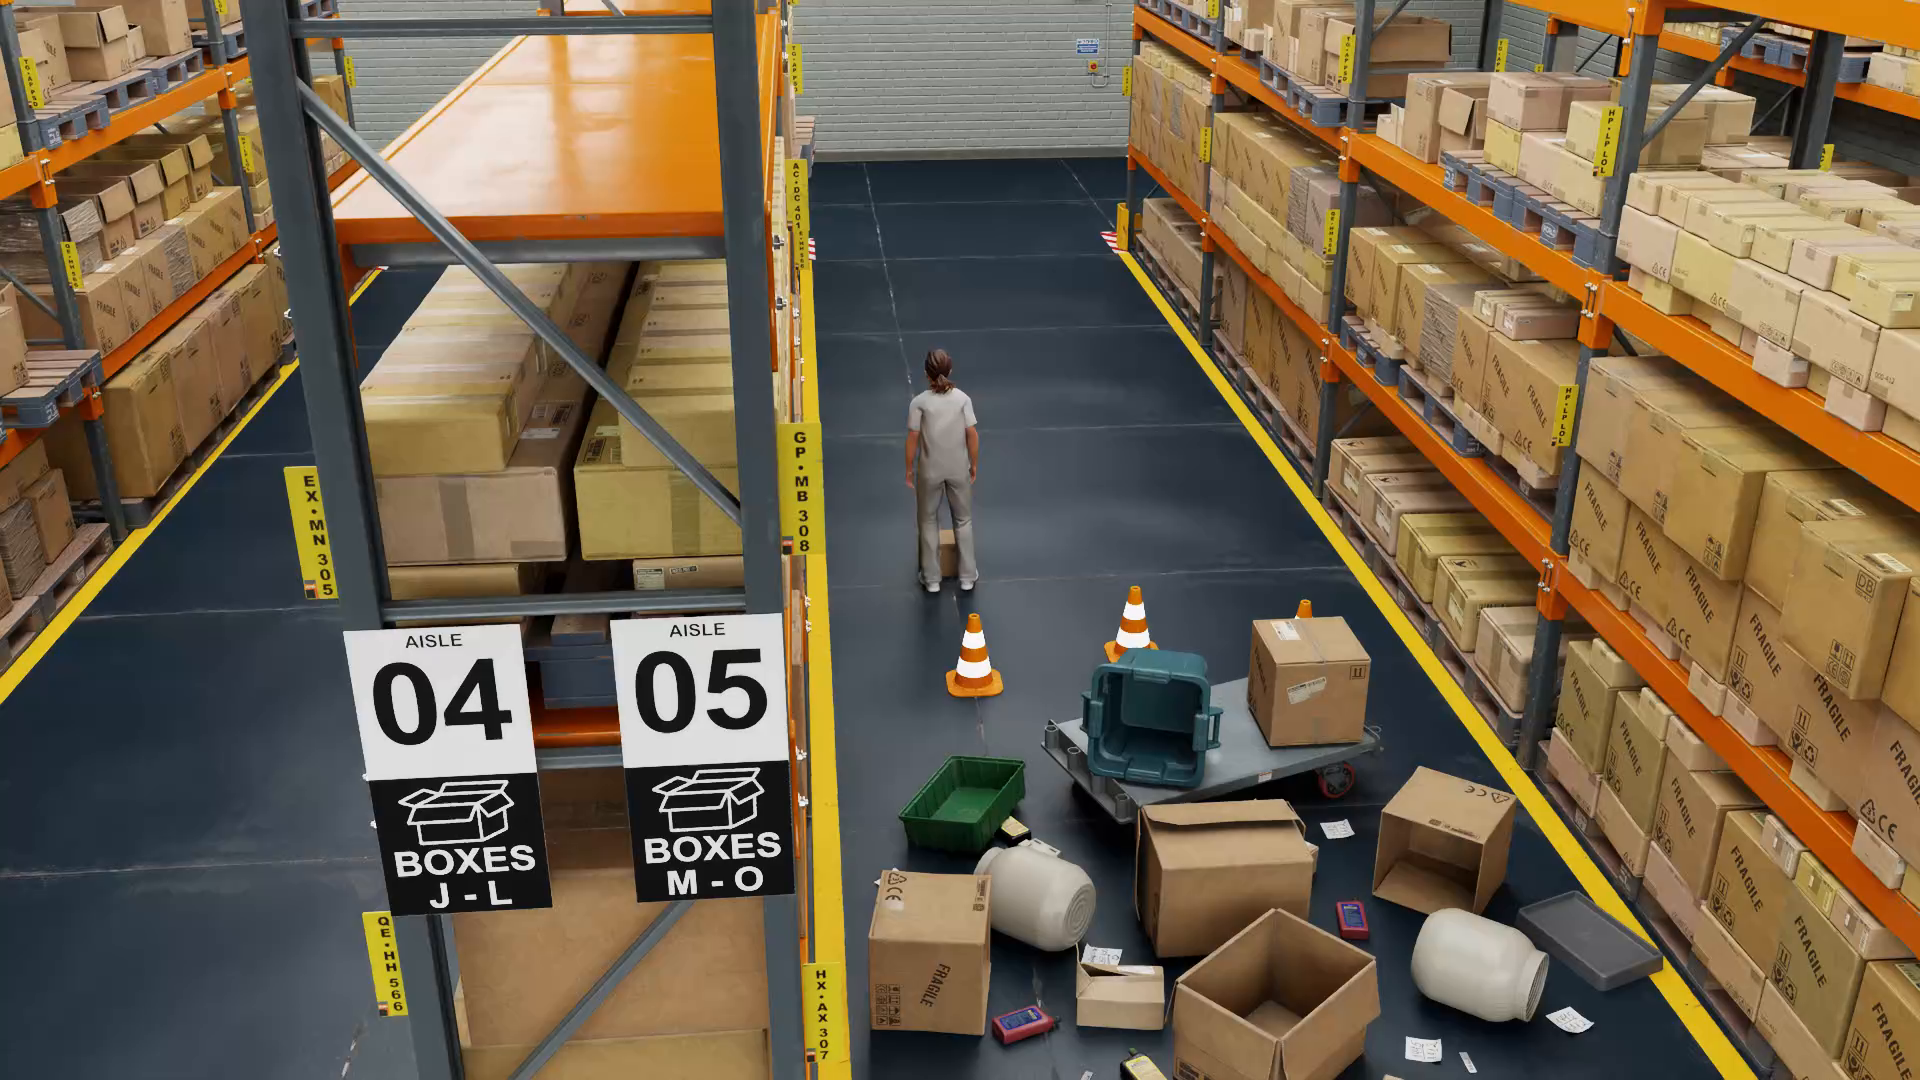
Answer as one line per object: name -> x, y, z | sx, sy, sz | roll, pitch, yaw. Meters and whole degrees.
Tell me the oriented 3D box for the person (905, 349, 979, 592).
person -> -0.112, -0.457, 11.138 | 0.514, 1.673, 0.353 | -4, 24, -8
